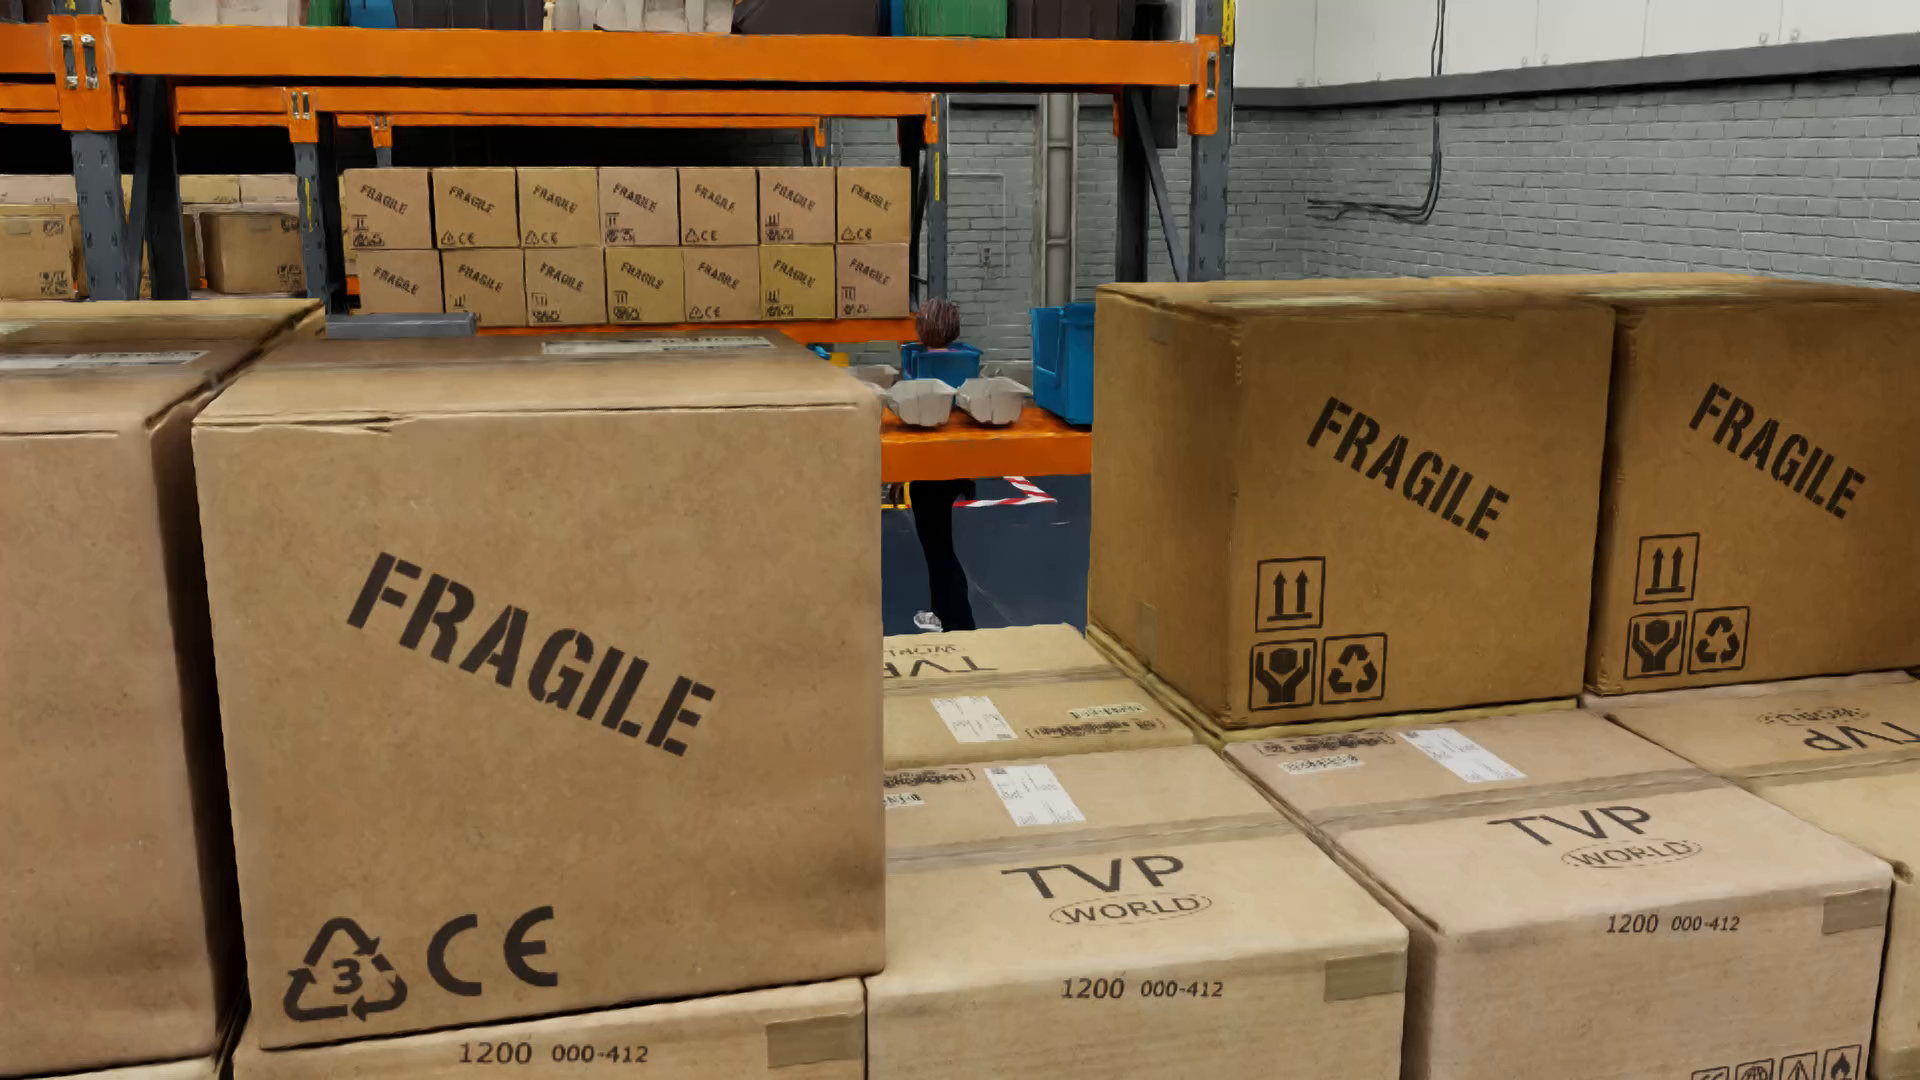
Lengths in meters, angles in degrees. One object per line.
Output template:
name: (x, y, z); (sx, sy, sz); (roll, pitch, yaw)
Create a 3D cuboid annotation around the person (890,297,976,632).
person: (-0.114, -0.280, 7.379); (0.514, 1.576, 0.575); (7, 15, 29)
